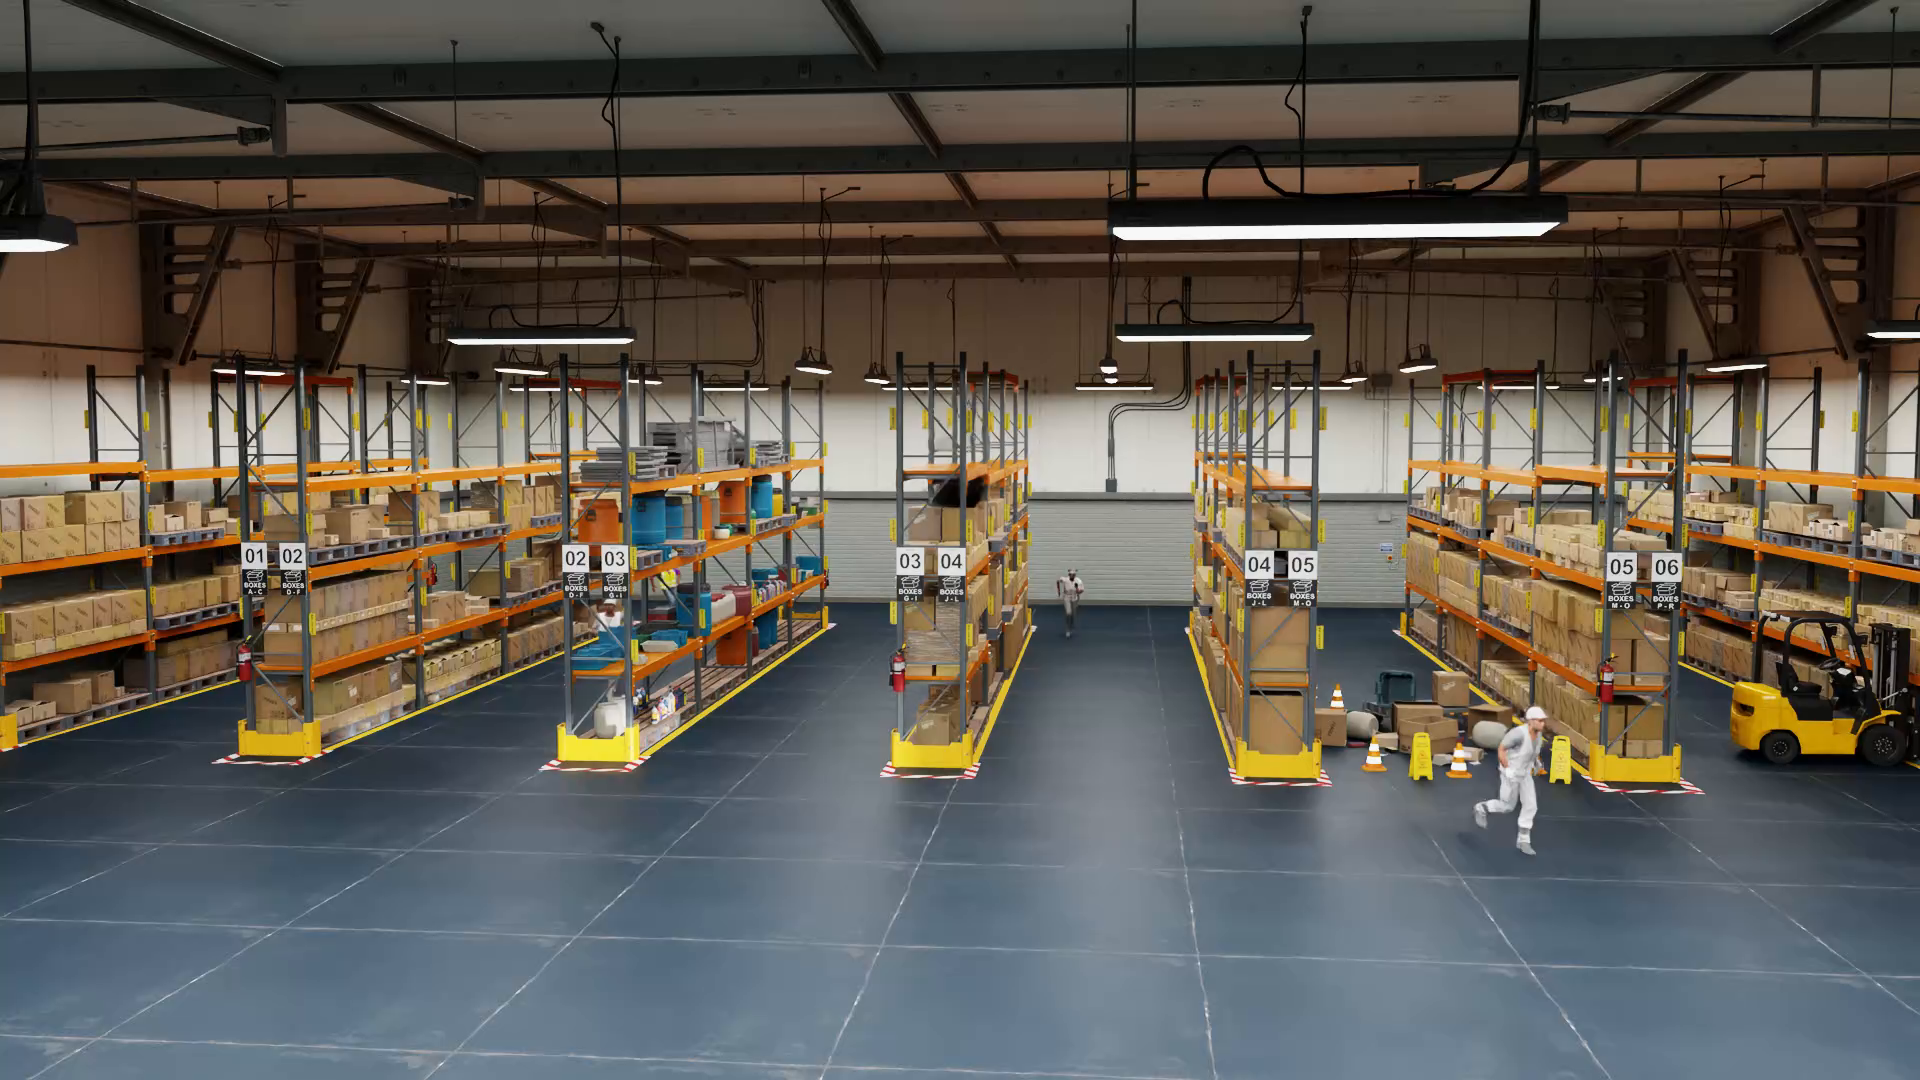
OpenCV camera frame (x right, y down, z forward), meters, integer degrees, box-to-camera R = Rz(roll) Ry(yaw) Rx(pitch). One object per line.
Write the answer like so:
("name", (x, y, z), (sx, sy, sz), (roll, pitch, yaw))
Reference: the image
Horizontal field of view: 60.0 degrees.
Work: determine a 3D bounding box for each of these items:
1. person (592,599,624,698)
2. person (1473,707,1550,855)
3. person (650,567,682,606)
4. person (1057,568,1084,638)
("person", (-6.365, 1.934, 30.263), (0.679, 1.778, 0.989), (0, 4, 2))
("person", (6.493, 2.775, 19.591), (0.669, 1.731, 0.989), (-3, 5, -37))
("person", (-7.195, 1.210, 41.047), (0.746, 1.774, 0.723), (-3, 5, -41))
("person", (2.570, 1.455, 38.802), (0.605, 1.645, 0.916), (0, 4, -4))
